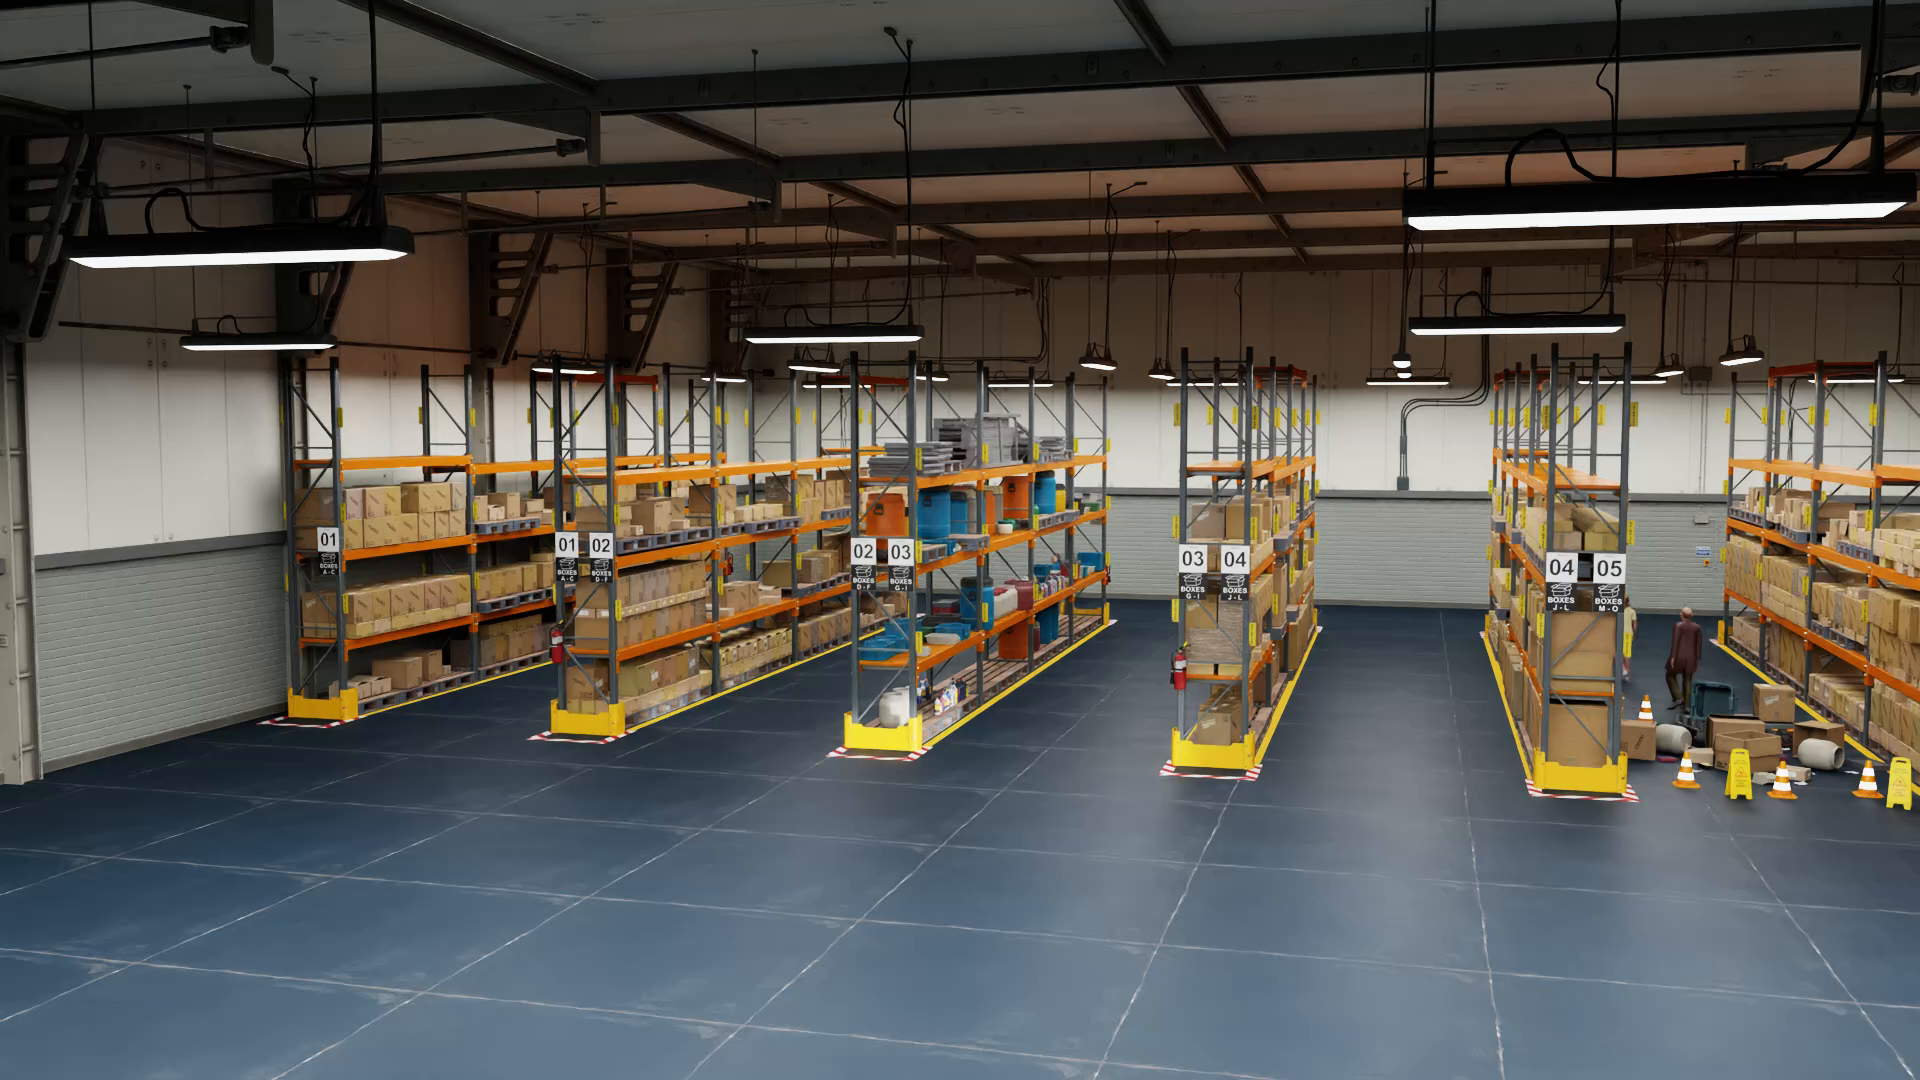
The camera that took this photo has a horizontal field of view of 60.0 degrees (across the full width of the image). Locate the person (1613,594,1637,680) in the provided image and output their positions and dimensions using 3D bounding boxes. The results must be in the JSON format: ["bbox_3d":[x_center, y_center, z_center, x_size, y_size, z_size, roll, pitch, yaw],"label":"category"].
[{"bbox_3d":[12.681,1.861,31.697,0.518,1.646,0.578,-1,4,-8],"label":"person"}]

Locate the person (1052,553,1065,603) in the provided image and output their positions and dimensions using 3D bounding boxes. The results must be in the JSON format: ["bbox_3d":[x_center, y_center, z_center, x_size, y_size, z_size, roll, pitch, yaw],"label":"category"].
[{"bbox_3d":[2.377,1.130,41.581,1.068,1.613,0.414,0,4,-4],"label":"person"}]

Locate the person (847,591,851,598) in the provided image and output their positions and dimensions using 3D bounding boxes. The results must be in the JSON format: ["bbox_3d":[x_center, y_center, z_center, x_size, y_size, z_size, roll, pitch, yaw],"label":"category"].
[{"bbox_3d":[-2.712,1.046,42.919,0.511,1.696,0.533,0,4,-3],"label":"person"}]

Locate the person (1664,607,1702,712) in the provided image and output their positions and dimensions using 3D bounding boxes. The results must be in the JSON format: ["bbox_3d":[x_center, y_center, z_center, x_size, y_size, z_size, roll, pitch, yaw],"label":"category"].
[{"bbox_3d":[12.343,2.028,28.314,0.607,1.774,0.532,0,4,0],"label":"person"}]
